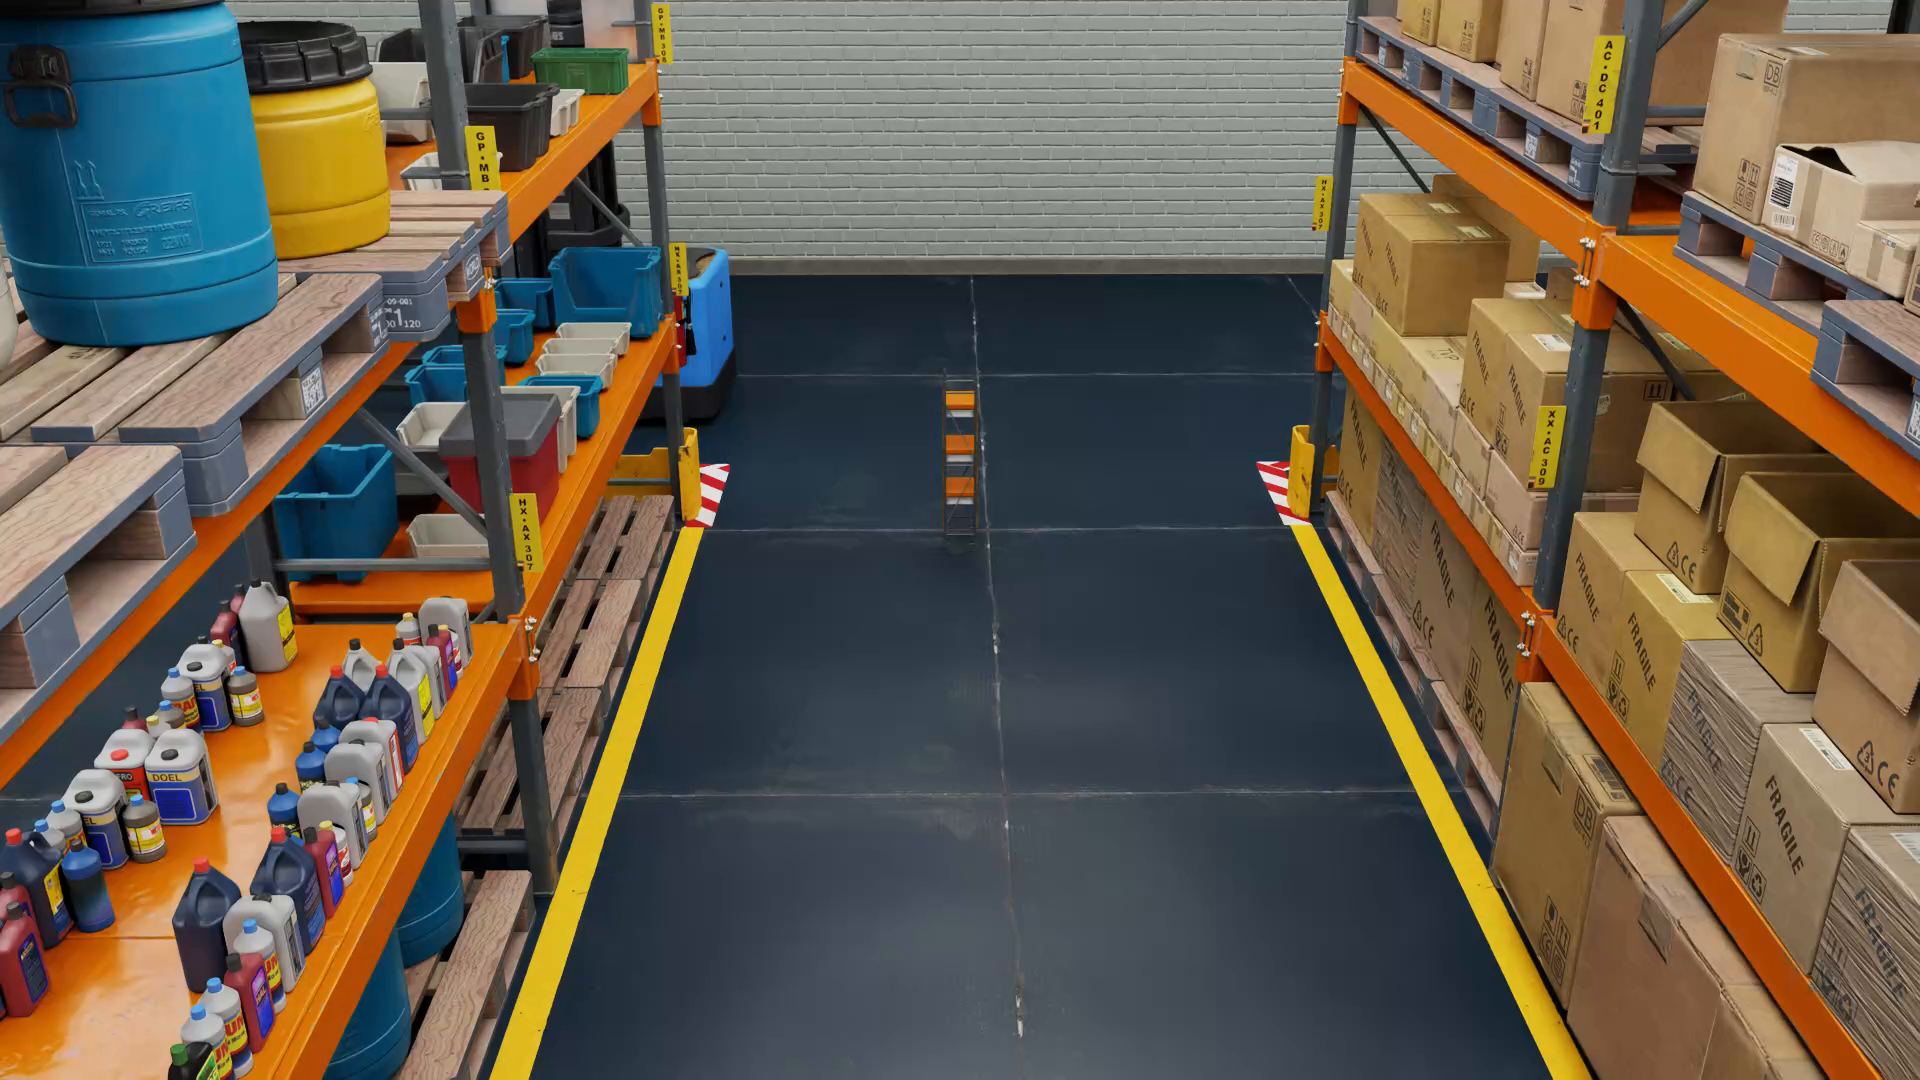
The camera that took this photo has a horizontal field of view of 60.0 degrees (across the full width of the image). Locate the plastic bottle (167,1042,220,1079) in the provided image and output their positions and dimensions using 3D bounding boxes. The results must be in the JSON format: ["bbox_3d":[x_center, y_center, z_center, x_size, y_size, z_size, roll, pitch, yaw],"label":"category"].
[{"bbox_3d":[-1.800,1.283,3.915,0.061,0.283,0.133,0,24,-1],"label":"plastic bottle"}]

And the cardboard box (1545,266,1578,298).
[{"bbox_3d":[2.996,-0.945,7.610,0.500,0.500,0.500,-1,24,-2],"label":"cardboard box"}]

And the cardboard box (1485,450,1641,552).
[{"bbox_3d":[2.486,-0.168,6.802,0.500,0.250,0.500,-1,24,-2],"label":"cardboard box"}]

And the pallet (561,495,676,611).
[{"bbox_3d":[-2.272,0.065,9.851,1.003,0.211,1.213,0,24,-1],"label":"pallet"}]

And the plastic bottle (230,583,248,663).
[{"bbox_3d":[-2.622,0.308,6.070,0.061,0.283,0.133,0,24,-1],"label":"plastic bottle"}]

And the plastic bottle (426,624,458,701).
[{"bbox_3d":[-1.823,0.411,5.842,0.061,0.283,0.133,0,24,-1],"label":"plastic bottle"}]

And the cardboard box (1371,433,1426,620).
[{"bbox_3d":[2.807,-0.153,9.017,0.875,0.875,0.875,0,24,-1],"label":"cardboard box"}]

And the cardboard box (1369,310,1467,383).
[{"bbox_3d":[2.459,-1.015,8.676,0.500,0.250,0.500,-1,24,-2],"label":"cardboard box"}]

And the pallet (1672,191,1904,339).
[{"bbox_3d":[2.813,-0.822,5.020,0.805,0.209,1.217,-1,24,-3],"label":"pallet"}]

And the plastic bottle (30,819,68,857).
[{"bbox_3d":[-2.587,0.918,4.735,0.097,0.271,0.097,0,24,0],"label":"plastic bottle"}]

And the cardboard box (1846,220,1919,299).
[{"bbox_3d":[2.620,-0.749,4.422,0.380,0.149,0.250,-1,24,-3],"label":"cardboard box"}]

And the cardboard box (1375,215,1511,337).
[{"bbox_3d":[2.462,-1.359,8.525,0.500,0.500,0.500,-1,24,-2],"label":"cardboard box"}]

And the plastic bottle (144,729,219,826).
[{"bbox_3d":[-2.413,0.732,5.142,0.152,0.276,0.135,0,24,-1],"label":"plastic bottle"}]

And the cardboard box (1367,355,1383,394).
[{"bbox_3d":[2.397,-0.883,8.866,0.380,0.149,0.250,-1,24,-2],"label":"cardboard box"}]

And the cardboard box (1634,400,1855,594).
[{"bbox_3d":[2.769,-0.159,5.624,0.797,0.503,0.637,-1,24,-2],"label":"cardboard box"}]

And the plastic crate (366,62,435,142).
[{"bbox_3d":[-2.527,-1.944,7.412,0.437,0.282,0.530,0,24,-1],"label":"plastic crate"}]

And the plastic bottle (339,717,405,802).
[{"bbox_3d":[-1.862,0.678,5.261,0.152,0.276,0.135,0,24,-1],"label":"plastic bottle"}]

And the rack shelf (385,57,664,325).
[{"bbox_3d":[-2.221,-1.761,7.736,1.077,0.370,4.000,0,24,-1],"label":"rack shelf"}]

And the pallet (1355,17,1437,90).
[{"bbox_3d":[2.729,-2.589,8.802,1.003,0.211,1.213,0,24,-1],"label":"pallet"}]

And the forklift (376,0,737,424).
[{"bbox_3d":[-3.261,-2.392,11.981,3.031,2.935,1.130,1,24,3],"label":"forklift"}]

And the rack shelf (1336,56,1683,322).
[{"bbox_3d":[2.732,-1.783,7.785,1.077,0.370,4.000,0,24,-1],"label":"rack shelf"}]

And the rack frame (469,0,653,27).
[{"bbox_3d":[-2.243,-4.279,8.792,1.000,3.000,0.127,0,24,-1],"label":"rack frame"}]

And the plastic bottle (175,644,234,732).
[{"bbox_3d":[-2.571,0.502,5.651,0.152,0.276,0.135,0,24,-1],"label":"plastic bottle"}]

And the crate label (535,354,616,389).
[{"bbox_3d":[-2.037,-0.884,8.811,0.396,0.136,0.243,0,24,-1],"label":"crate label"}]

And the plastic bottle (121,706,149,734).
[{"bbox_3d":[-2.612,0.674,5.260,0.061,0.283,0.133,0,24,-1],"label":"plastic bottle"}]

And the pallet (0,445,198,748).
[{"bbox_3d":[-2.066,0.154,2.858,1.003,0.211,1.213,0,24,-1],"label":"pallet"}]

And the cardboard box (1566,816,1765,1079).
[{"bbox_3d":[2.791,1.489,5.387,1.225,0.875,0.875,-1,24,-2],"label":"cardboard box"}]

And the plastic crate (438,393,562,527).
[{"bbox_3d":[-1.958,-0.323,7.174,0.402,0.464,0.583,0,24,-1],"label":"plastic crate"}]

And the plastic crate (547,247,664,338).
[{"bbox_3d":[-2.052,-1.452,9.705,0.616,0.435,0.499,0,24,-1],"label":"plastic crate"}]

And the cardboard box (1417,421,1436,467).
[{"bbox_3d":[2.408,-0.459,7.930,0.380,0.149,0.250,-1,24,-1],"label":"cardboard box"}]

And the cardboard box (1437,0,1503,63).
[{"bbox_3d":[2.709,-2.558,7.874,0.700,0.500,0.500,-2,24,-4],"label":"cardboard box"}]

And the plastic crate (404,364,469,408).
[{"bbox_3d":[-2.552,-0.728,8.349,0.416,0.233,0.300,0,24,-1],"label":"plastic crate"}]

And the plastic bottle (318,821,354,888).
[{"bbox_3d":[-1.829,0.911,4.837,0.097,0.201,0.097,0,24,0],"label":"plastic bottle"}]

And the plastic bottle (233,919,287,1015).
[{"bbox_3d":[-1.823,1.106,4.322,0.097,0.271,0.097,0,24,0],"label":"plastic bottle"}]

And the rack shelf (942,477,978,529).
[{"bbox_3d":[-0.001,-0.238,10.201,0.215,0.259,0.240,0,24,-1],"label":"rack shelf"}]

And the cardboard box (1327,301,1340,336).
[{"bbox_3d":[2.384,-1.306,9.803,0.380,0.149,0.250,0,24,0],"label":"cardboard box"}]

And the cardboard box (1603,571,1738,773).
[{"bbox_3d":[2.515,0.432,5.533,0.500,0.500,0.500,0,24,0],"label":"cardboard box"}]

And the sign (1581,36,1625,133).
[{"bbox_3d":[2.199,-1.555,5.685,0.100,0.325,0.005,0,24,-1],"label":"sign"}]

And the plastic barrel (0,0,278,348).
[{"bbox_3d":[-2.027,-0.982,4.022,0.600,0.901,0.708,0,24,-1],"label":"plastic barrel"}]

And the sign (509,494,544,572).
[{"bbox_3d":[-1.649,-0.026,6.331,0.100,0.325,0.005,0,24,-1],"label":"sign"}]

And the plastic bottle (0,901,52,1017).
[{"bbox_3d":[-2.457,1.091,4.339,0.061,0.283,0.133,0,24,-1],"label":"plastic bottle"}]

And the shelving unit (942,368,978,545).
[{"bbox_3d":[-0.001,-0.500,10.082,0.215,1.050,0.252,0,24,-1],"label":"shelving unit"}]

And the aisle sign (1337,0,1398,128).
[{"bbox_3d":[2.409,-2.781,9.604,0.394,0.787,0.004,0,24,-1],"label":"aisle sign"}]

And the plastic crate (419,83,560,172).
[{"bbox_3d":[-1.938,-1.718,6.927,0.497,0.269,0.590,0,24,-1],"label":"plastic crate"}]

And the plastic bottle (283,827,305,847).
[{"bbox_3d":[-1.889,0.934,4.701,0.097,0.271,0.097,0,24,0],"label":"plastic bottle"}]

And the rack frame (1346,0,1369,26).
[{"bbox_3d":[2.710,-4.302,8.841,1.000,3.000,0.127,0,24,-1],"label":"rack frame"}]

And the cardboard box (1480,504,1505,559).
[{"bbox_3d":[2.420,-0.036,6.995,0.380,0.149,0.250,0,24,0],"label":"cardboard box"}]

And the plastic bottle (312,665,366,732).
[{"bbox_3d":[-2.004,0.579,5.390,0.144,0.351,0.185,0,24,-1],"label":"plastic bottle"}]
